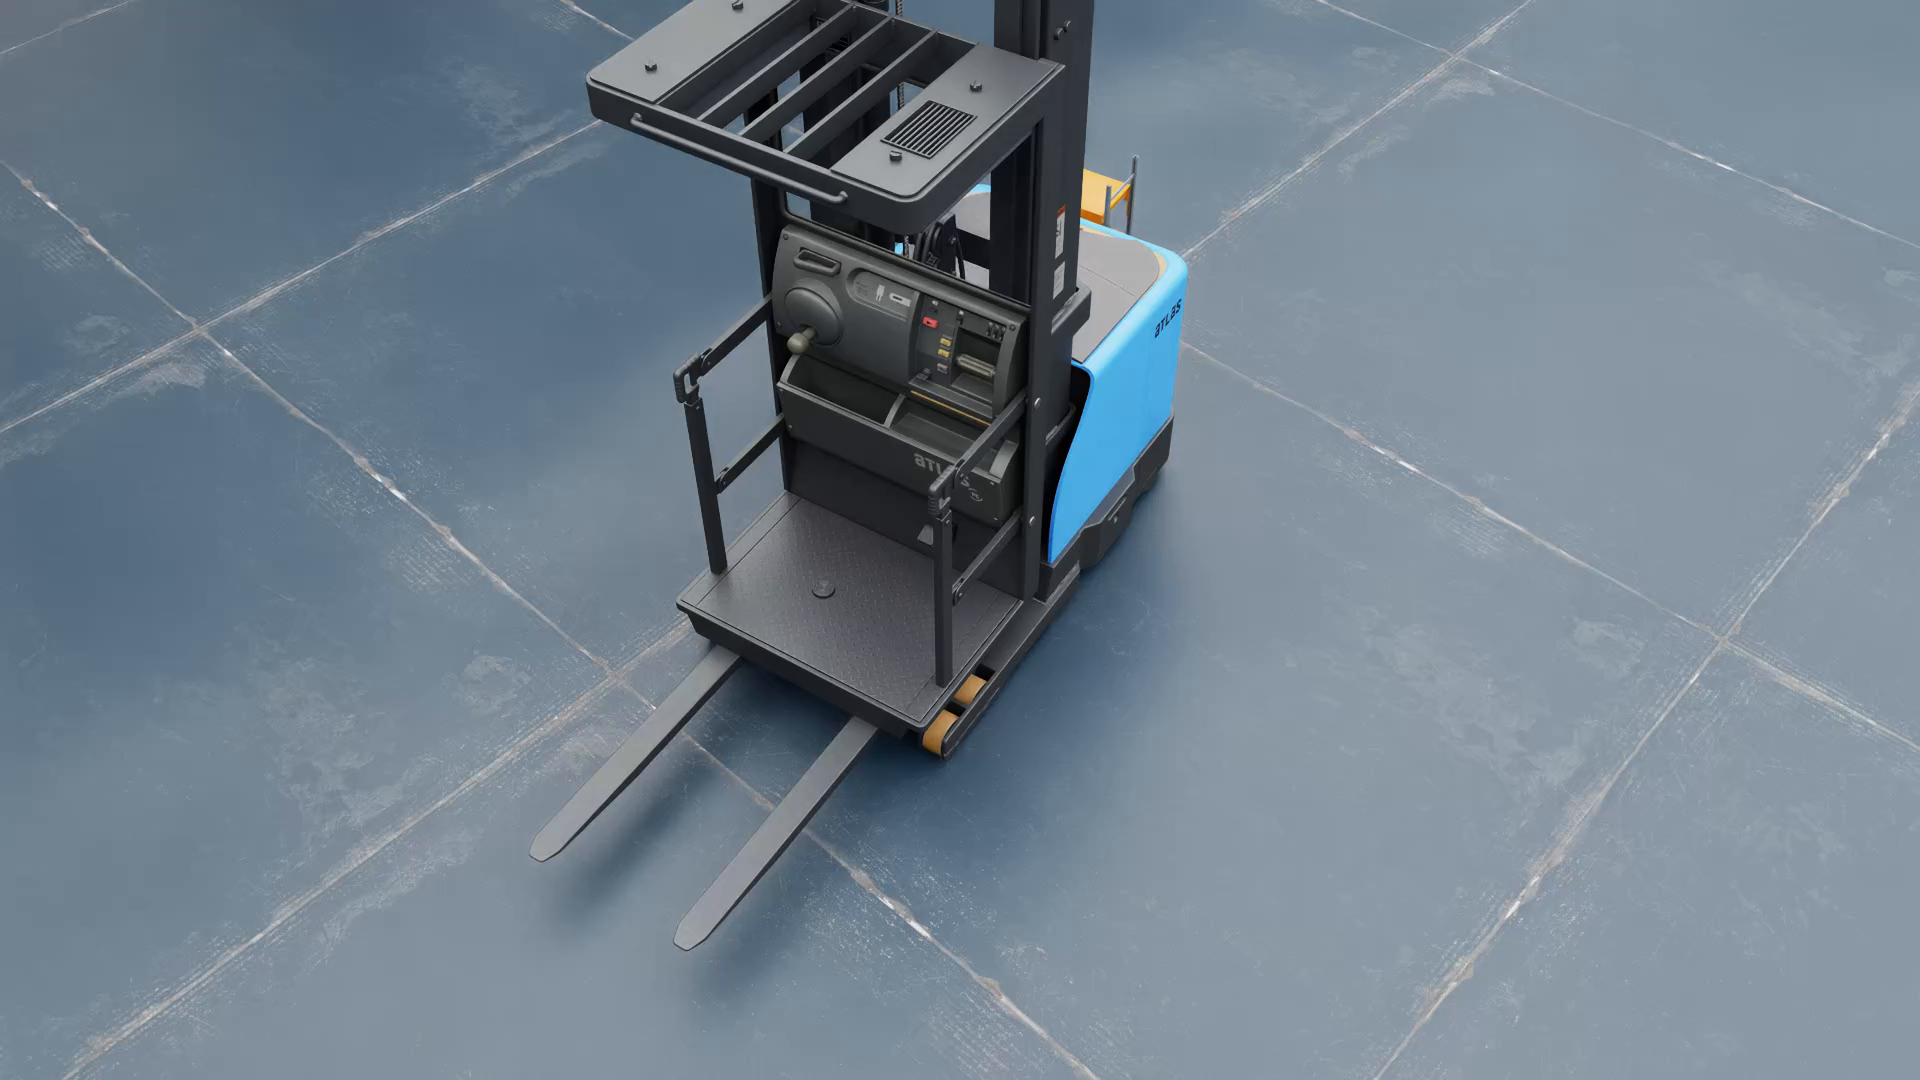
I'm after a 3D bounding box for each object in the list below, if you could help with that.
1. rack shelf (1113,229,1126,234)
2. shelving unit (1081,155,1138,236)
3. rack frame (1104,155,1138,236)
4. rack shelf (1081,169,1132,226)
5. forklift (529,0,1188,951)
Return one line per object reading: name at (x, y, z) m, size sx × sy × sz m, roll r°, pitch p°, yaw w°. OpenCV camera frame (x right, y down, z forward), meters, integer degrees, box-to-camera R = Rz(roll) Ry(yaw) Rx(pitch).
rack shelf at (0.423, -1.222, 6.860) m, size 0.480 × 0.148 × 0.258 m, roll 24°, pitch 51°, yaw 21°
shelving unit at (0.423, -1.115, 6.974) m, size 0.503 × 1.200 × 0.258 m, roll 24°, pitch 51°, yaw 21°
rack frame at (0.630, -1.022, 6.886) m, size 0.015 × 1.200 × 0.240 m, roll 24°, pitch 51°, yaw 21°
rack shelf at (0.423, -1.384, 6.688) m, size 0.480 × 0.148 × 0.258 m, roll 24°, pitch 51°, yaw 21°
forklift at (-0.332, -0.620, 5.321) m, size 1.130 × 2.935 × 3.031 m, roll 25°, pitch 52°, yaw 21°
